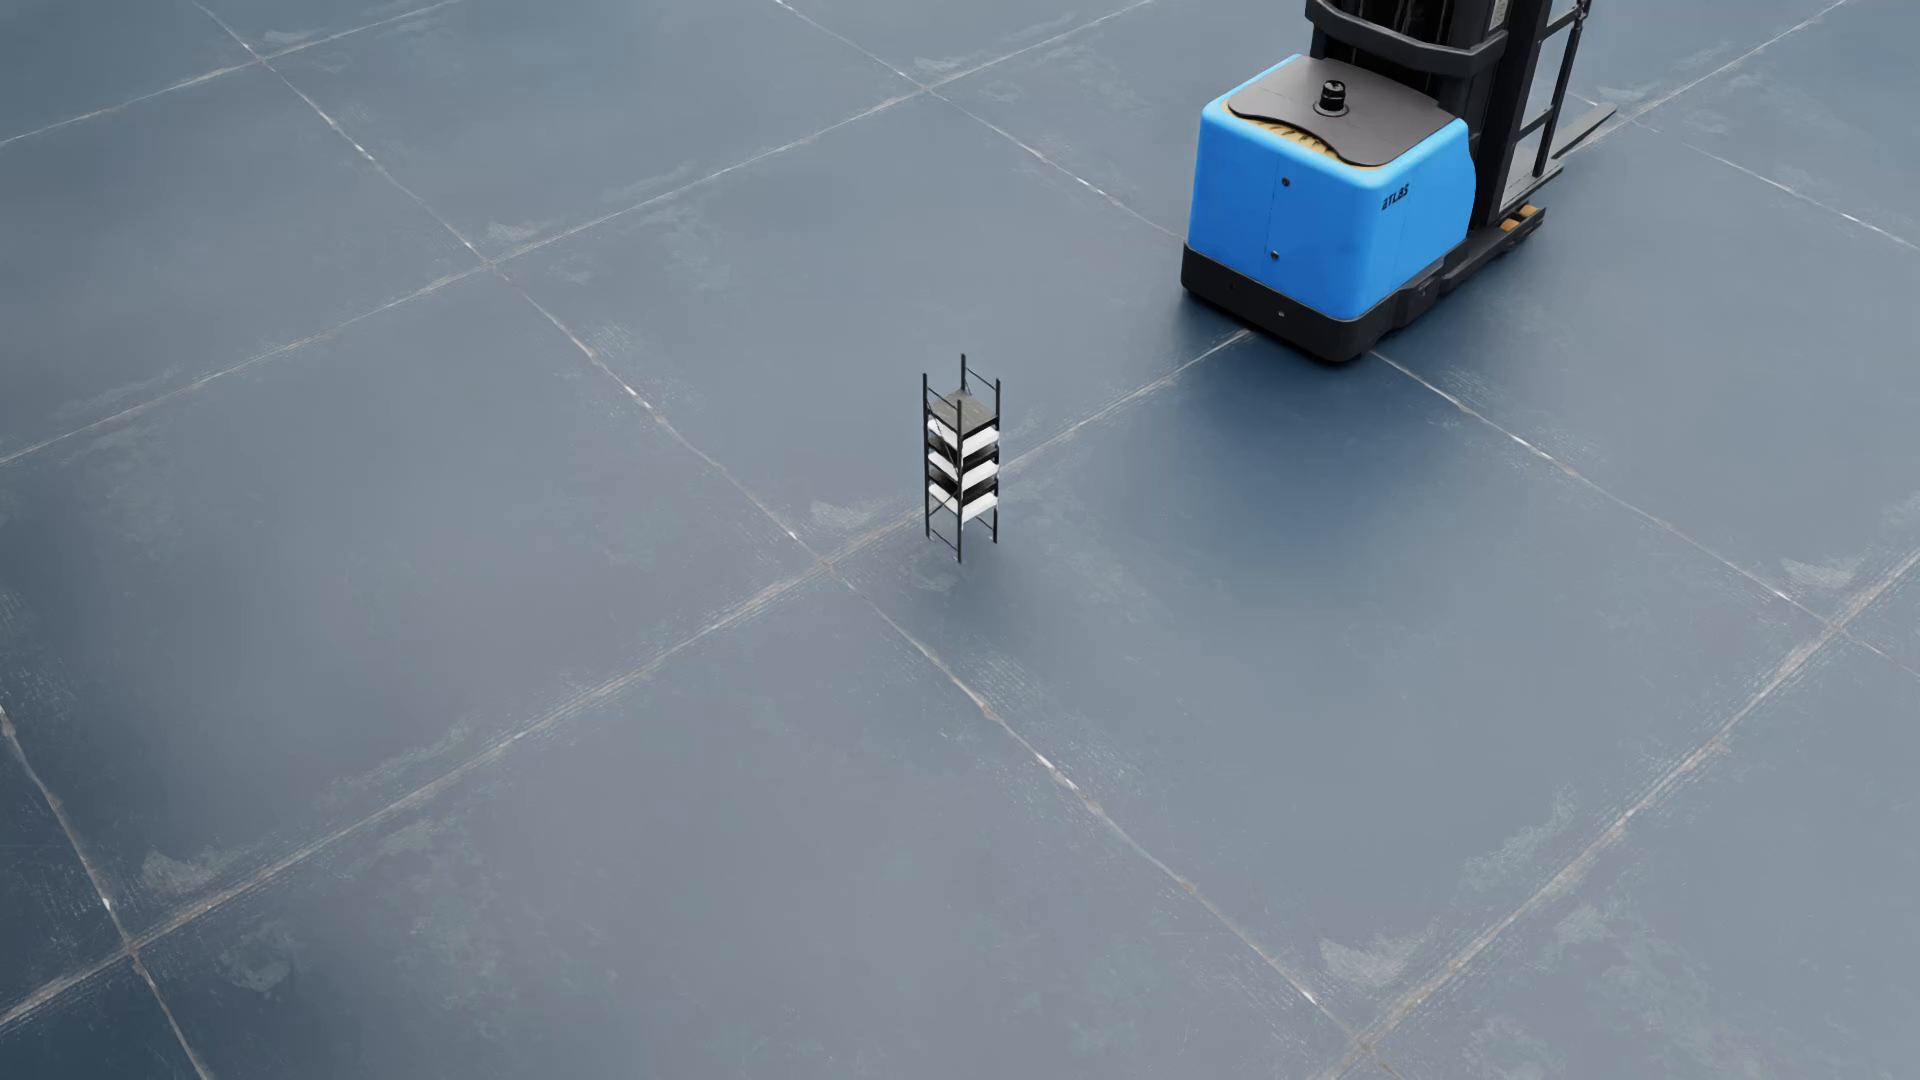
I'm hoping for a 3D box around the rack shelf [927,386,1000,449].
[{"bbox_3d":[0.006,-0.504,6.837,0.200,0.077,0.258,-30,51,-28],"label":"rack shelf"}]

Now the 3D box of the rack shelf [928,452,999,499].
[{"bbox_3d":[0.006,-0.307,7.022,0.200,0.077,0.258,-30,51,-28],"label":"rack shelf"}]

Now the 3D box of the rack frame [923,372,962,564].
[{"bbox_3d":[-0.072,-0.287,6.952,0.006,0.900,0.240,-30,51,-28],"label":"rack frame"}]

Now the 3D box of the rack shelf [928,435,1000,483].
[{"bbox_3d":[0.006,-0.373,6.961,0.200,0.077,0.258,-30,51,-28],"label":"rack shelf"}]

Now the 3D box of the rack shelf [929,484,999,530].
[{"bbox_3d":[0.006,-0.176,7.145,0.200,0.077,0.258,-30,51,-28],"label":"rack shelf"}]

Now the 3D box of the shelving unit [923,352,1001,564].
[{"bbox_3d":[0.006,-0.332,6.999,0.210,0.900,0.258,-30,51,-28],"label":"shelving unit"}]

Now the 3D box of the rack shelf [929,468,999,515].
[{"bbox_3d":[0.006,-0.242,7.084,0.200,0.077,0.258,-30,51,-28],"label":"rack shelf"}]

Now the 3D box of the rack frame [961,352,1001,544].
[{"bbox_3d":[0.084,-0.376,7.047,0.006,0.900,0.240,-30,51,-28],"label":"rack frame"}]

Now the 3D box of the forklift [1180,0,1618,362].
[{"bbox_3d":[2.531,-2.850,8.197,1.130,2.935,3.031,34,53,31],"label":"forklift"}]

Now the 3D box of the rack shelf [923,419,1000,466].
[{"bbox_3d":[0.006,-0.438,6.899,0.200,0.077,0.258,-30,51,-28],"label":"rack shelf"}]
